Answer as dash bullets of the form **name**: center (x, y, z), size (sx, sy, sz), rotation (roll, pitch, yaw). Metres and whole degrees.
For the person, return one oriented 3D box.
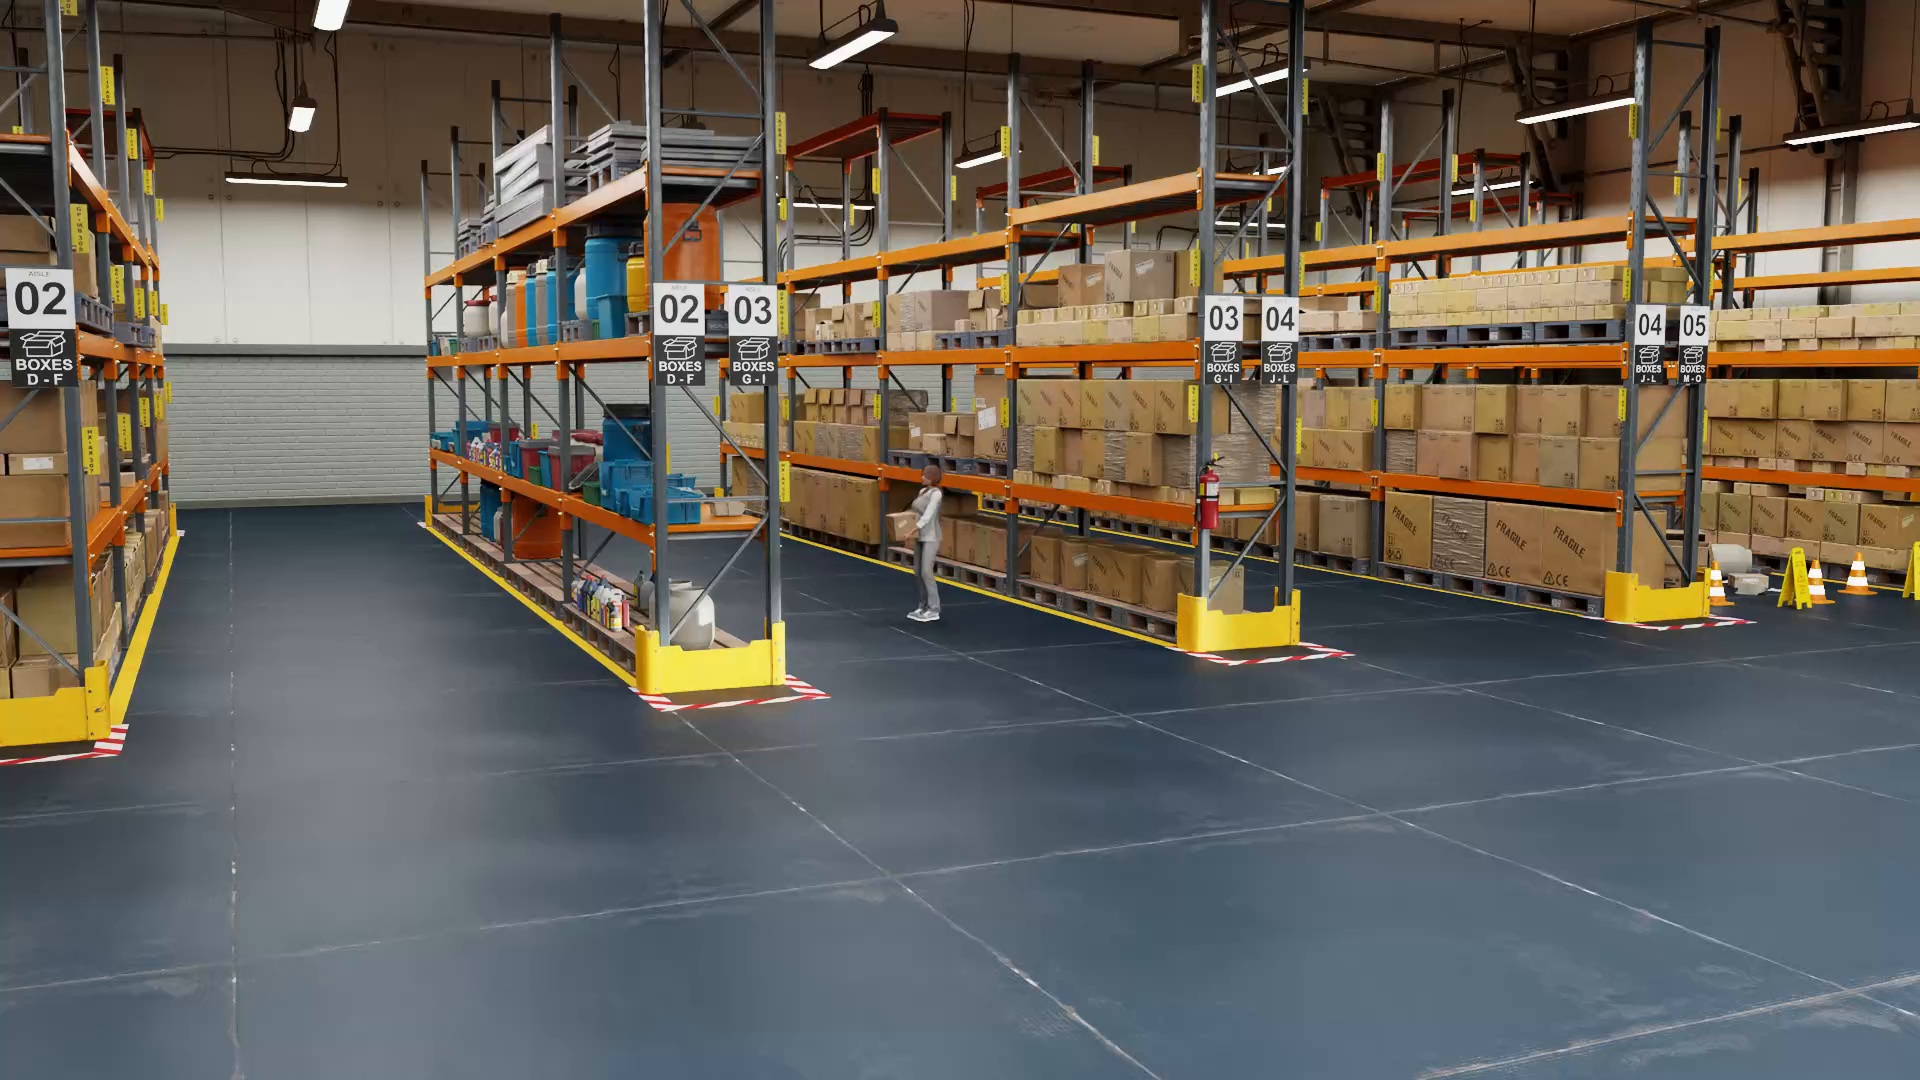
- **person**: center (-4.120, -3.002, 25.251), size (25.090, 6.001, 19.048), rotation (-2, 6, -23)
